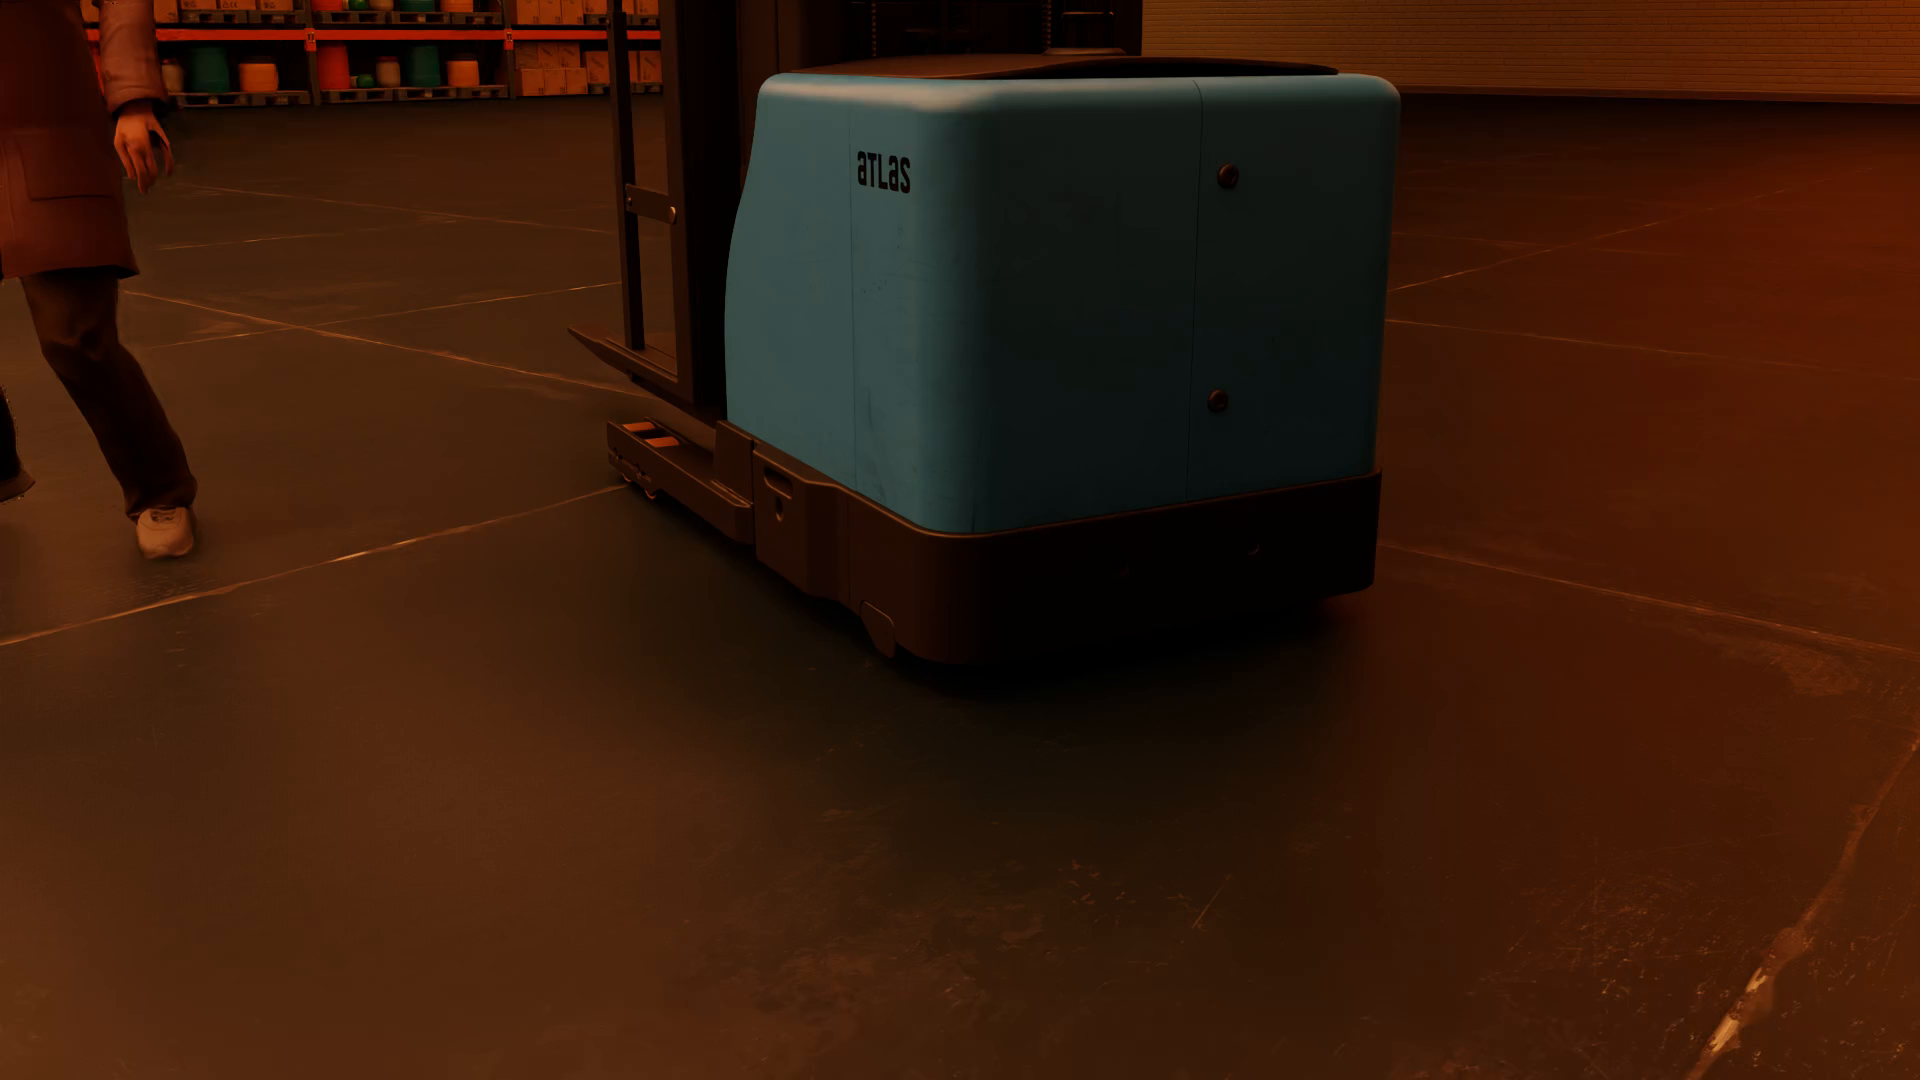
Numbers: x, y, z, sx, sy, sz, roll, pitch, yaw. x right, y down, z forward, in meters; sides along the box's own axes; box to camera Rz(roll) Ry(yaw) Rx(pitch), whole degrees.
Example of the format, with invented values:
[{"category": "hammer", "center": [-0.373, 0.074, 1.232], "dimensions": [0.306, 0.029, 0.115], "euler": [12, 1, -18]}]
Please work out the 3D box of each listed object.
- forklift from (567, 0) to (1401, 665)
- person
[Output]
[{"category": "forklift", "center": [-0.288, -1.559, 4.031], "dimensions": [1.130, 2.935, 3.031], "euler": [-9, 19, -27]}, {"category": "person", "center": [-2.135, -0.816, 3.729], "dimensions": [1.059, 1.717, 0.441], "euler": [6, 18, 20]}]
